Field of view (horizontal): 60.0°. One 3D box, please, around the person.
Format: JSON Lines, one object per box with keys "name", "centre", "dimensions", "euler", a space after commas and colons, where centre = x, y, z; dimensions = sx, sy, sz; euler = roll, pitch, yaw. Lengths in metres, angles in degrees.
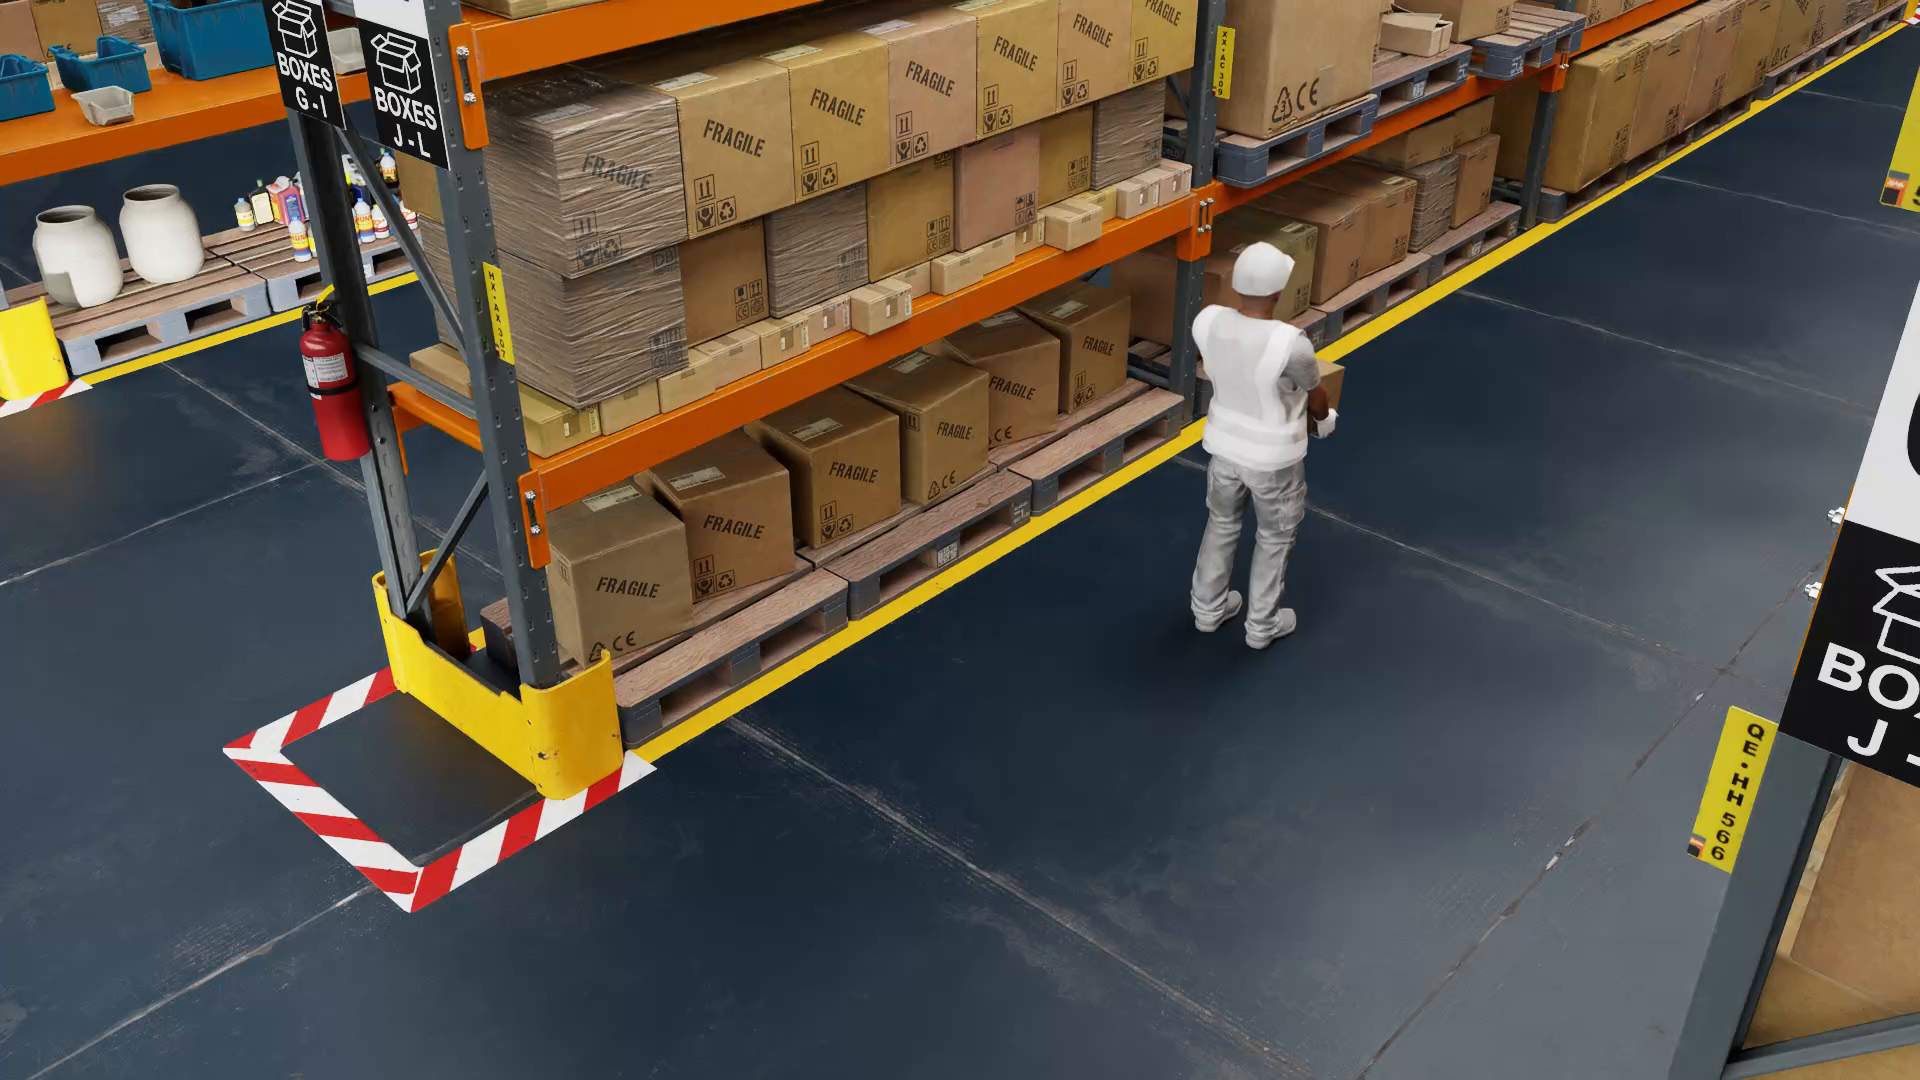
{"name": "person", "centre": [1.248, -0.404, 6.790], "dimensions": [0.487, 1.778, 0.574], "euler": [26, 40, 36]}
